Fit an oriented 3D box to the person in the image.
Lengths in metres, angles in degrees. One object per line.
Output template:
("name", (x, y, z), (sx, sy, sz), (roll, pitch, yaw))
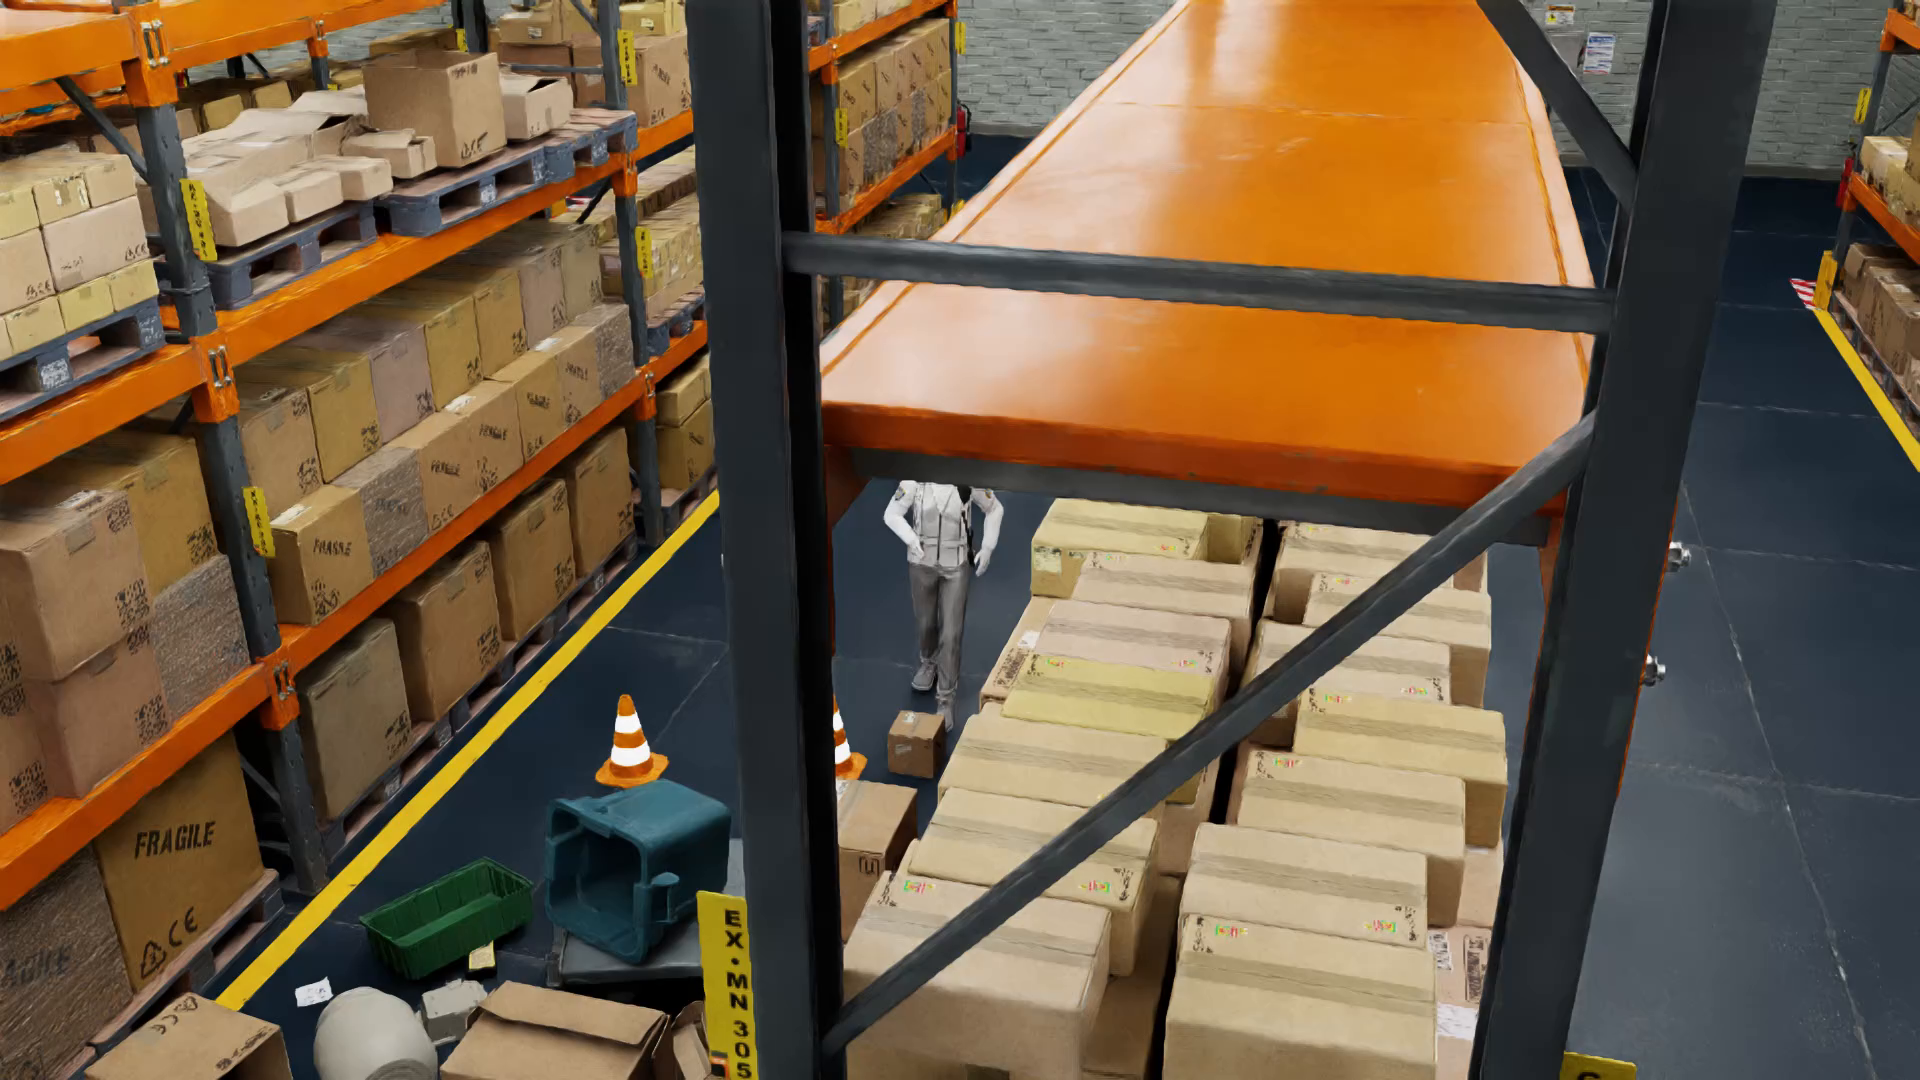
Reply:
("person", (-0.107, 0.177, 9.276), (0.662, 1.692, 0.710), (2, 26, 5))
